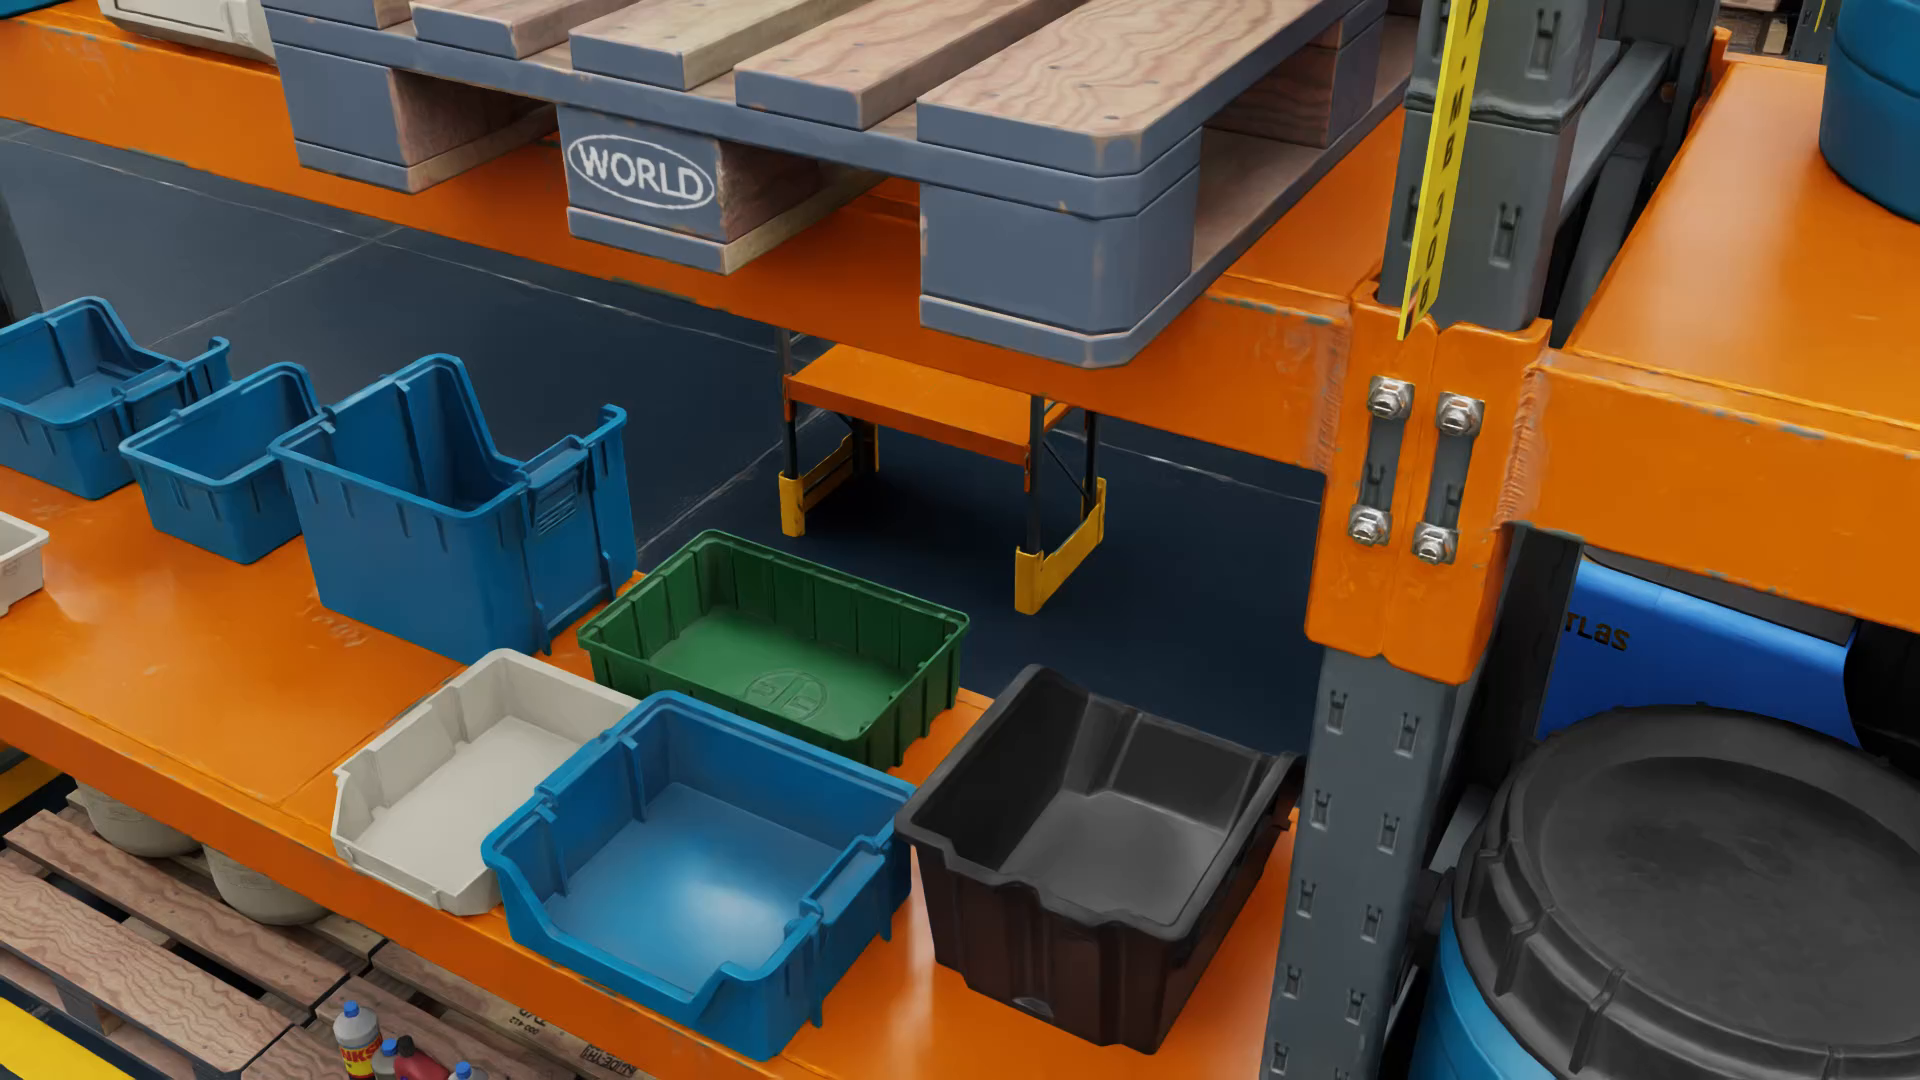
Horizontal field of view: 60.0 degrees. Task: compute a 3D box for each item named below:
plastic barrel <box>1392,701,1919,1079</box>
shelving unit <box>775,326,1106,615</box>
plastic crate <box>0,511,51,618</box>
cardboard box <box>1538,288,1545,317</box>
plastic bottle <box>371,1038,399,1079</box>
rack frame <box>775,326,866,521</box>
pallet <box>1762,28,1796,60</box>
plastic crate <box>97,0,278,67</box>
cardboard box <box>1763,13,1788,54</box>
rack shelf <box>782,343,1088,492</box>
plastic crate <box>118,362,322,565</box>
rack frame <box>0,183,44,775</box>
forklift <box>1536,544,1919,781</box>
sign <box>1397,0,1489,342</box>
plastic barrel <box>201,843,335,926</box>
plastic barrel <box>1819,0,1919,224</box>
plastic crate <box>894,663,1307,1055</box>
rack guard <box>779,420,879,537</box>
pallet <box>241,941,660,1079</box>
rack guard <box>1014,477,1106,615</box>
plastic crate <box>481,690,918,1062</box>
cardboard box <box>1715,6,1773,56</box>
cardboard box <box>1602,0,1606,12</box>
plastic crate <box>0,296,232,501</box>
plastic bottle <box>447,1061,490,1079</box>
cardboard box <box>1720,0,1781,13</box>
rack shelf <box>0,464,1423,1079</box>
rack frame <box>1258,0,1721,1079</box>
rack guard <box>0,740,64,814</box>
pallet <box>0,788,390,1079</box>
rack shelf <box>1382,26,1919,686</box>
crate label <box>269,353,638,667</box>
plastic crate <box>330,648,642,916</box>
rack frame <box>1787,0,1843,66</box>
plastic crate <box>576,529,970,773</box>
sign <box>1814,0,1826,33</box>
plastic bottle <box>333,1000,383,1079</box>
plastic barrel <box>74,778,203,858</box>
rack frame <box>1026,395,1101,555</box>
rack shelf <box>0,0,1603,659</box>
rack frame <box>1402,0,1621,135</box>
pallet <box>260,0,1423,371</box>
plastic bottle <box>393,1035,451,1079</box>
[{"bbox_3d":[0.853,0.713,2.021,0.708,0.901,0.600,18,37,24],"label":"plastic barrel"},{"bbox_3d":[-0.066,-0.645,5.866,1.083,1.500,0.587,18,37,24],"label":"shelving unit"},{"bbox_3d":[-2.187,0.080,3.662,0.250,0.136,0.298,18,37,24],"label":"plastic crate"},{"bbox_3d":[2.190,-1.221,6.803,0.500,0.500,0.500,18,37,24],"label":"cardboard box"},{"bbox_3d":[-1.295,1.228,3.828,0.097,0.201,0.097,0,34,0],"label":"plastic bottle"},{"bbox_3d":[-0.515,-0.788,6.079,0.032,1.500,0.500,18,37,24],"label":"rack frame"},{"bbox_3d":[4.983,-3.105,10.723,1.213,0.211,1.003,18,37,24],"label":"pallet"},{"bbox_3d":[-0.926,-0.716,2.151,0.396,0.136,0.243,18,37,24],"label":"plastic crate"},{"bbox_3d":[5.105,-3.235,10.561,0.250,0.166,0.380,13,36,18],"label":"cardboard box"},{"bbox_3d":[-0.074,-0.498,5.969,1.000,0.185,0.538,18,37,24],"label":"rack shelf"},{"bbox_3d":[-1.661,-0.194,3.969,0.408,0.251,0.499,18,37,24],"label":"plastic crate"},{"bbox_3d":[-2.805,-0.431,4.191,0.127,3.000,1.000,18,37,24],"label":"rack frame"},{"bbox_3d":[2.944,-0.043,3.670,3.031,2.935,1.130,22,39,29],"label":"forklift"},{"bbox_3d":[0.386,-0.321,1.312,0.005,0.325,0.100,18,37,24],"label":"sign"},{"bbox_3d":[-1.760,0.712,4.340,0.421,0.512,0.421,0,34,0],"label":"plastic barrel"},{"bbox_3d":[1.217,-0.753,1.515,0.708,0.901,0.600,18,37,24],"label":"plastic barrel"},{"bbox_3d":[0.277,0.490,2.864,0.504,0.338,0.767,18,37,24],"label":"plastic crate"},{"bbox_3d":[-0.499,-0.262,6.418,0.087,0.250,0.587,18,37,24],"label":"rack guard"},{"bbox_3d":[-0.958,1.290,4.122,1.213,0.211,1.003,18,37,24],"label":"pallet"},{"bbox_3d":[0.366,0.012,6.007,0.087,0.250,0.587,18,37,24],"label":"rack guard"},{"bbox_3d":[-0.427,0.557,2.841,0.616,0.251,0.499,18,37,24],"label":"plastic crate"},{"bbox_3d":[2.741,-1.874,6.268,0.500,0.500,0.700,17,37,23],"label":"cardboard box"},{"bbox_3d":[2.280,-2.016,6.481,0.500,0.500,0.700,17,37,24],"label":"cardboard box"},{"bbox_3d":[-2.222,-0.375,4.242,0.616,0.251,0.499,18,37,24],"label":"plastic crate"},{"bbox_3d":[-1.088,1.264,3.709,0.097,0.271,0.097,0,34,0],"label":"plastic bottle"},{"bbox_3d":[2.787,-1.997,5.867,0.250,0.149,0.380,18,37,24],"label":"cardboard box"},{"bbox_3d":[-1.068,0.419,3.564,4.000,0.370,1.077,18,37,24],"label":"rack shelf"},{"bbox_3d":[0.668,0.669,2.539,0.127,3.000,1.000,18,37,24],"label":"rack frame"},{"bbox_3d":[-2.715,0.608,4.886,0.348,0.500,1.175,18,37,24],"label":"rack guard"},{"bbox_3d":[-2.013,0.954,4.627,1.213,0.211,1.003,18,37,24],"label":"pallet"},{"bbox_3d":[2.405,0.270,1.081,4.000,0.370,1.077,18,37,24],"label":"rack shelf"},{"bbox_3d":[-1.072,-0.070,3.616,0.616,0.435,0.502,18,37,24],"label":"crate label"},{"bbox_3d":[-0.867,0.454,3.099,0.437,0.136,0.530,18,37,24],"label":"plastic crate"},{"bbox_3d":[3.129,-1.713,6.117,0.127,3.000,1.000,18,37,24],"label":"rack frame"},{"bbox_3d":[-0.370,0.248,3.362,0.662,0.188,0.450,18,37,24],"label":"plastic crate"},{"bbox_3d":[2.855,-1.839,5.453,0.005,0.325,0.100,18,37,24],"label":"sign"},{"bbox_3d":[-1.385,1.170,3.851,0.097,0.271,0.097,0,34,0],"label":"plastic bottle"},{"bbox_3d":[-2.195,0.574,4.547,0.421,0.512,0.421,0,34,0],"label":"plastic barrel"},{"bbox_3d":[0.367,-0.508,5.660,0.032,1.500,0.500,18,37,24],"label":"rack frame"},{"bbox_3d":[-1.068,-0.830,2.733,4.000,0.370,1.077,18,37,24],"label":"rack shelf"},{"bbox_3d":[0.668,-1.828,0.876,0.127,3.000,1.000,18,37,24],"label":"rack frame"},{"bbox_3d":[-0.007,-0.652,1.987,1.003,0.211,1.213,18,37,24],"label":"pallet"},{"bbox_3d":[-1.198,1.236,3.741,0.133,0.283,0.061,18,38,25],"label":"plastic bottle"}]
